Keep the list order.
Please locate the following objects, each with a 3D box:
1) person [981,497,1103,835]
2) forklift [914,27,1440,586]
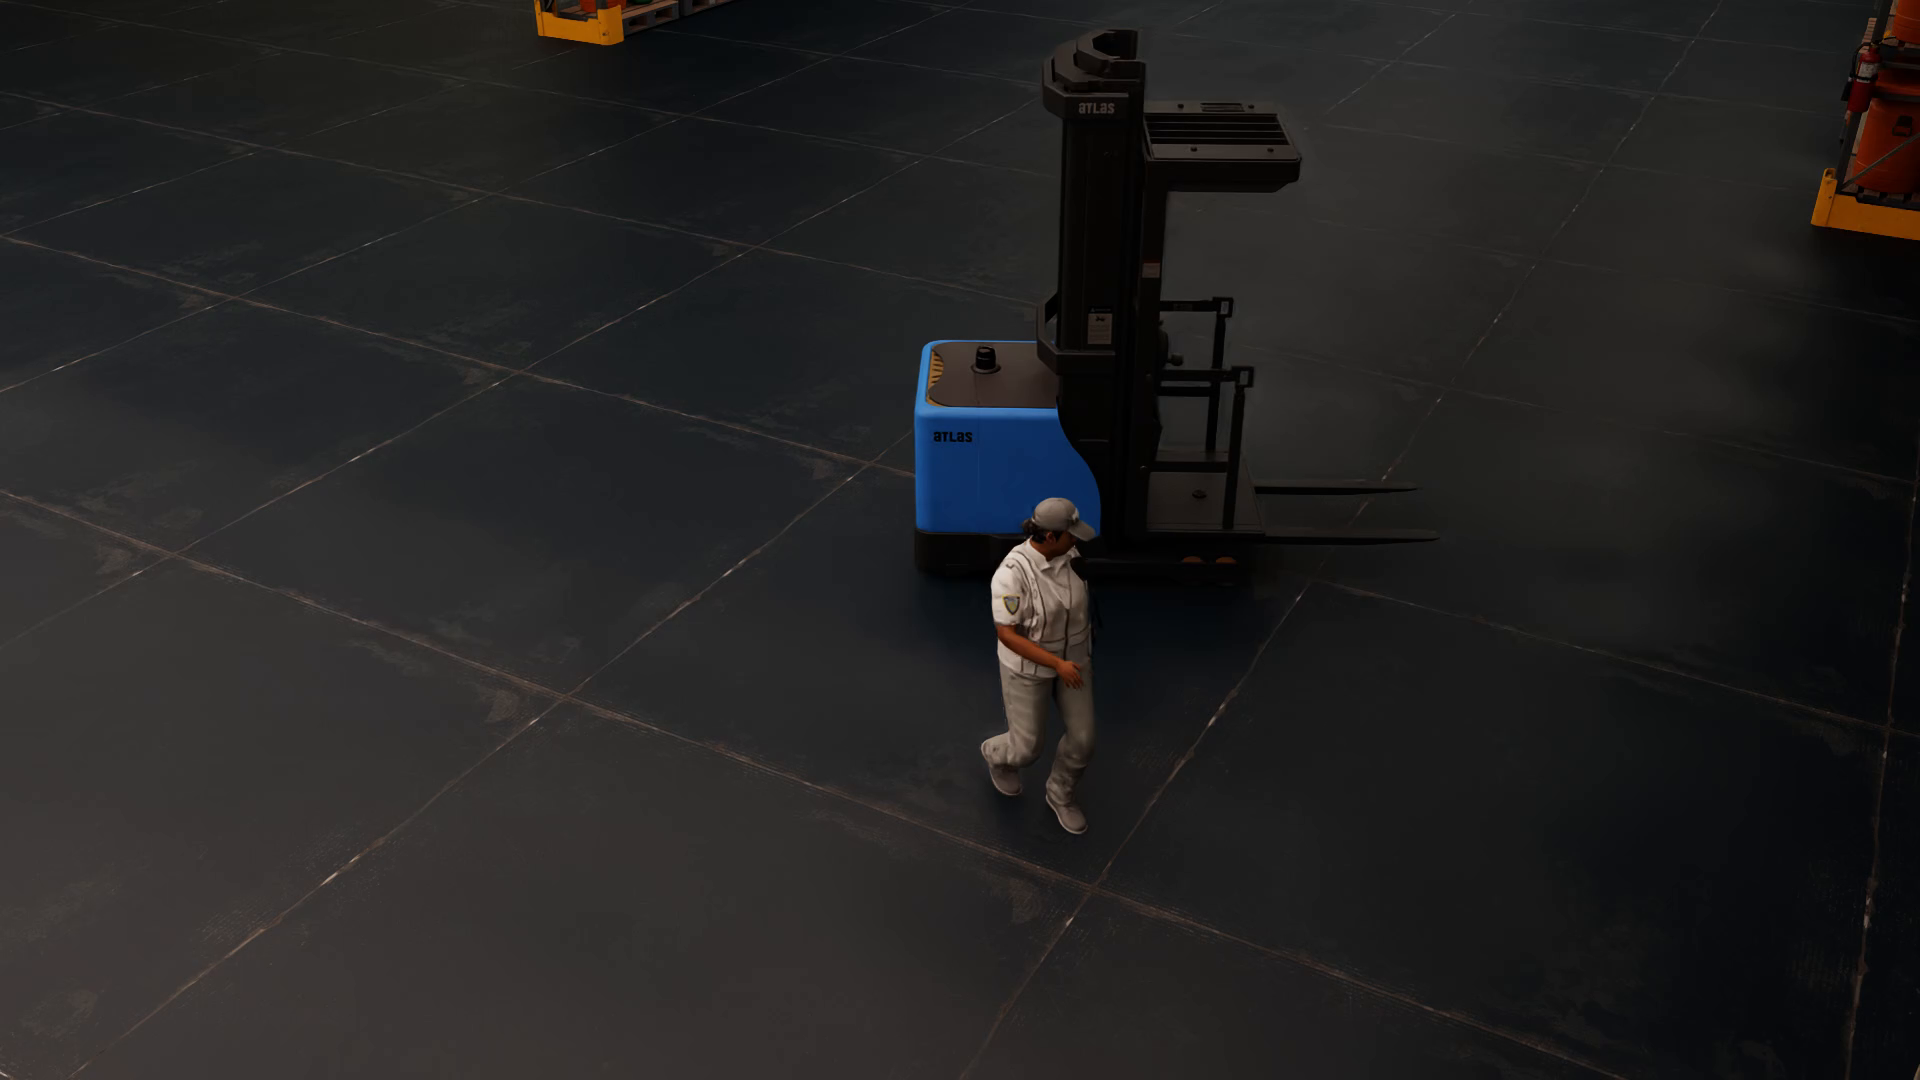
[{"bbox_3d":[0.420,0.541,7.474,0.630,1.610,0.595,-13,33,-22],"label":"person"},{"bbox_3d":[1.262,-1.276,9.282,3.031,2.935,1.130,1,30,2],"label":"forklift"}]
